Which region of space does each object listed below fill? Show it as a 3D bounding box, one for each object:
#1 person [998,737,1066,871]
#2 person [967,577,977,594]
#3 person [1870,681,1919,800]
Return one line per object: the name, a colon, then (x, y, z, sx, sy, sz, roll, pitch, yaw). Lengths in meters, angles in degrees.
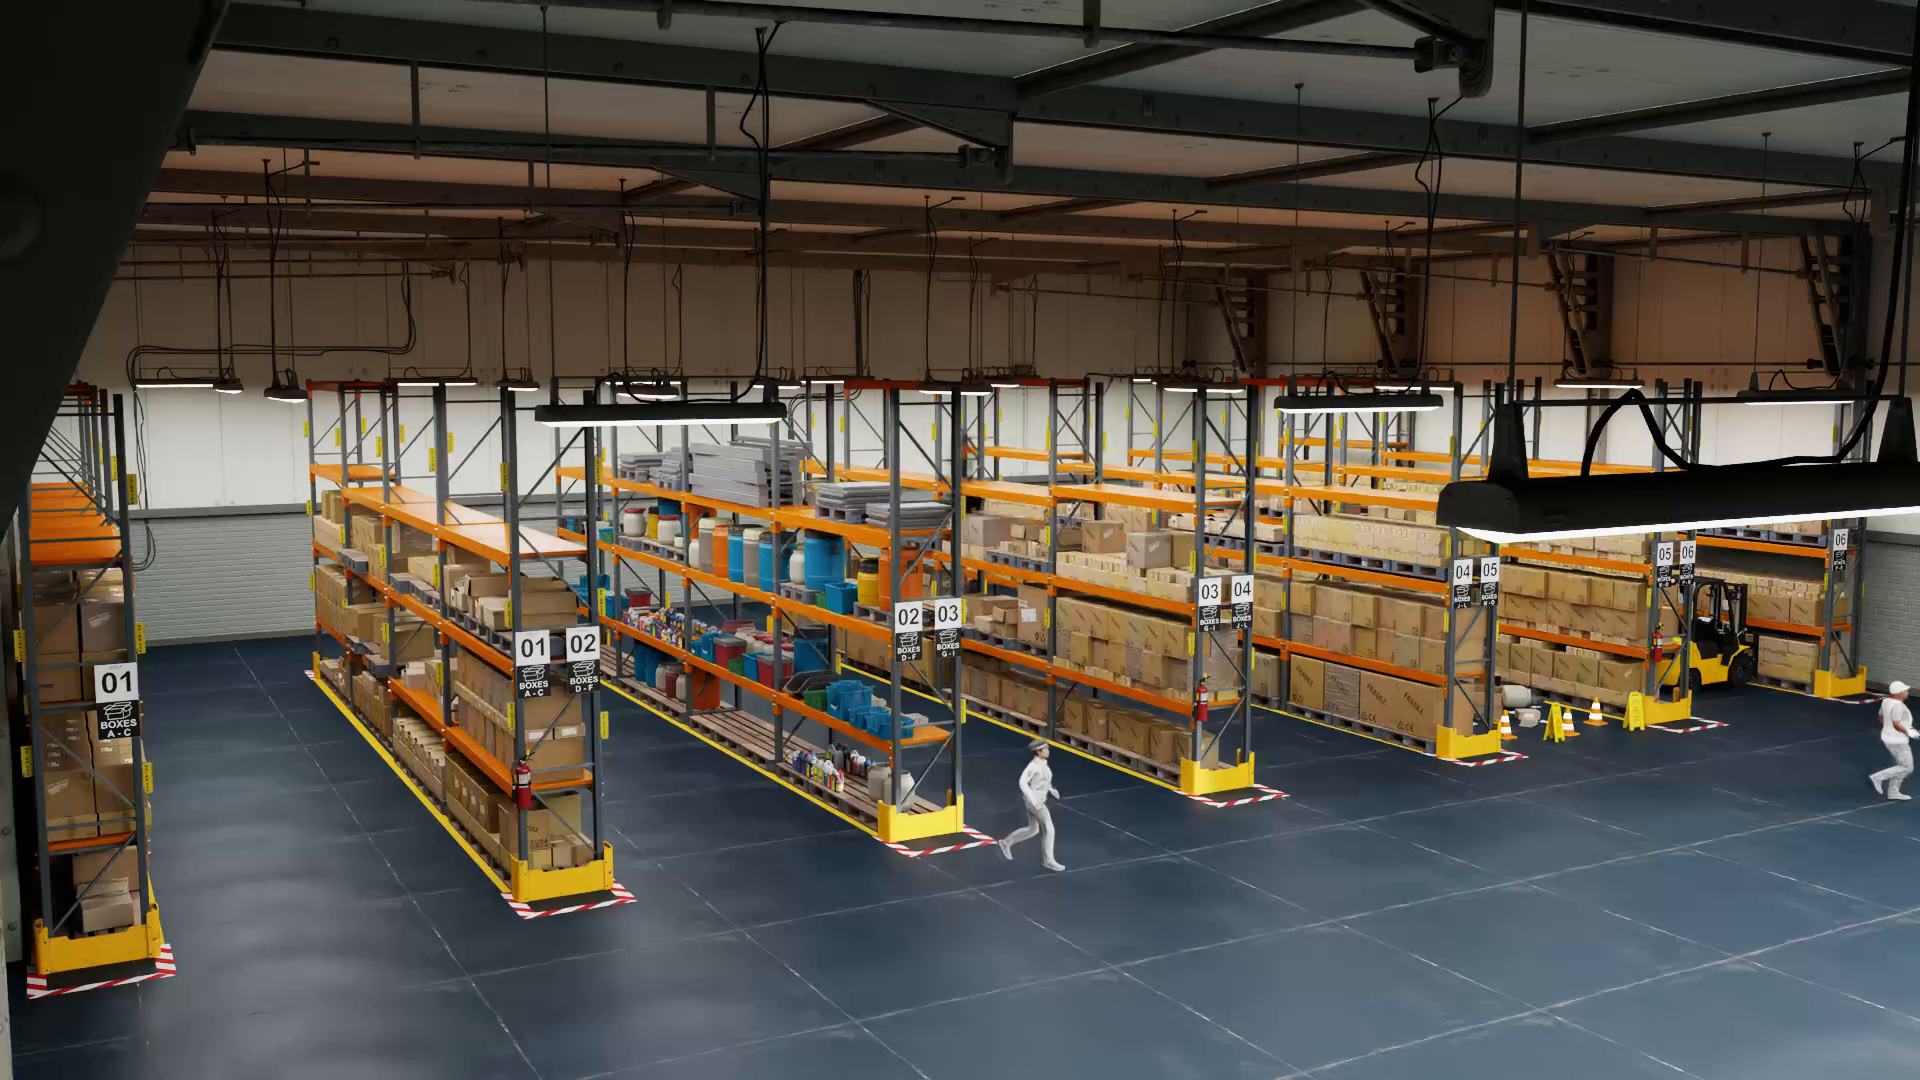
person: (0.899, 3.295, 20.846, 0.863, 1.685, 0.598, 1, 6, 8)
person: (0.296, 1.019, 42.300, 0.641, 1.637, 0.716, 2, 6, 15)
person: (13.526, 2.904, 24.105, 0.624, 1.735, 0.666, 1, 6, 12)
